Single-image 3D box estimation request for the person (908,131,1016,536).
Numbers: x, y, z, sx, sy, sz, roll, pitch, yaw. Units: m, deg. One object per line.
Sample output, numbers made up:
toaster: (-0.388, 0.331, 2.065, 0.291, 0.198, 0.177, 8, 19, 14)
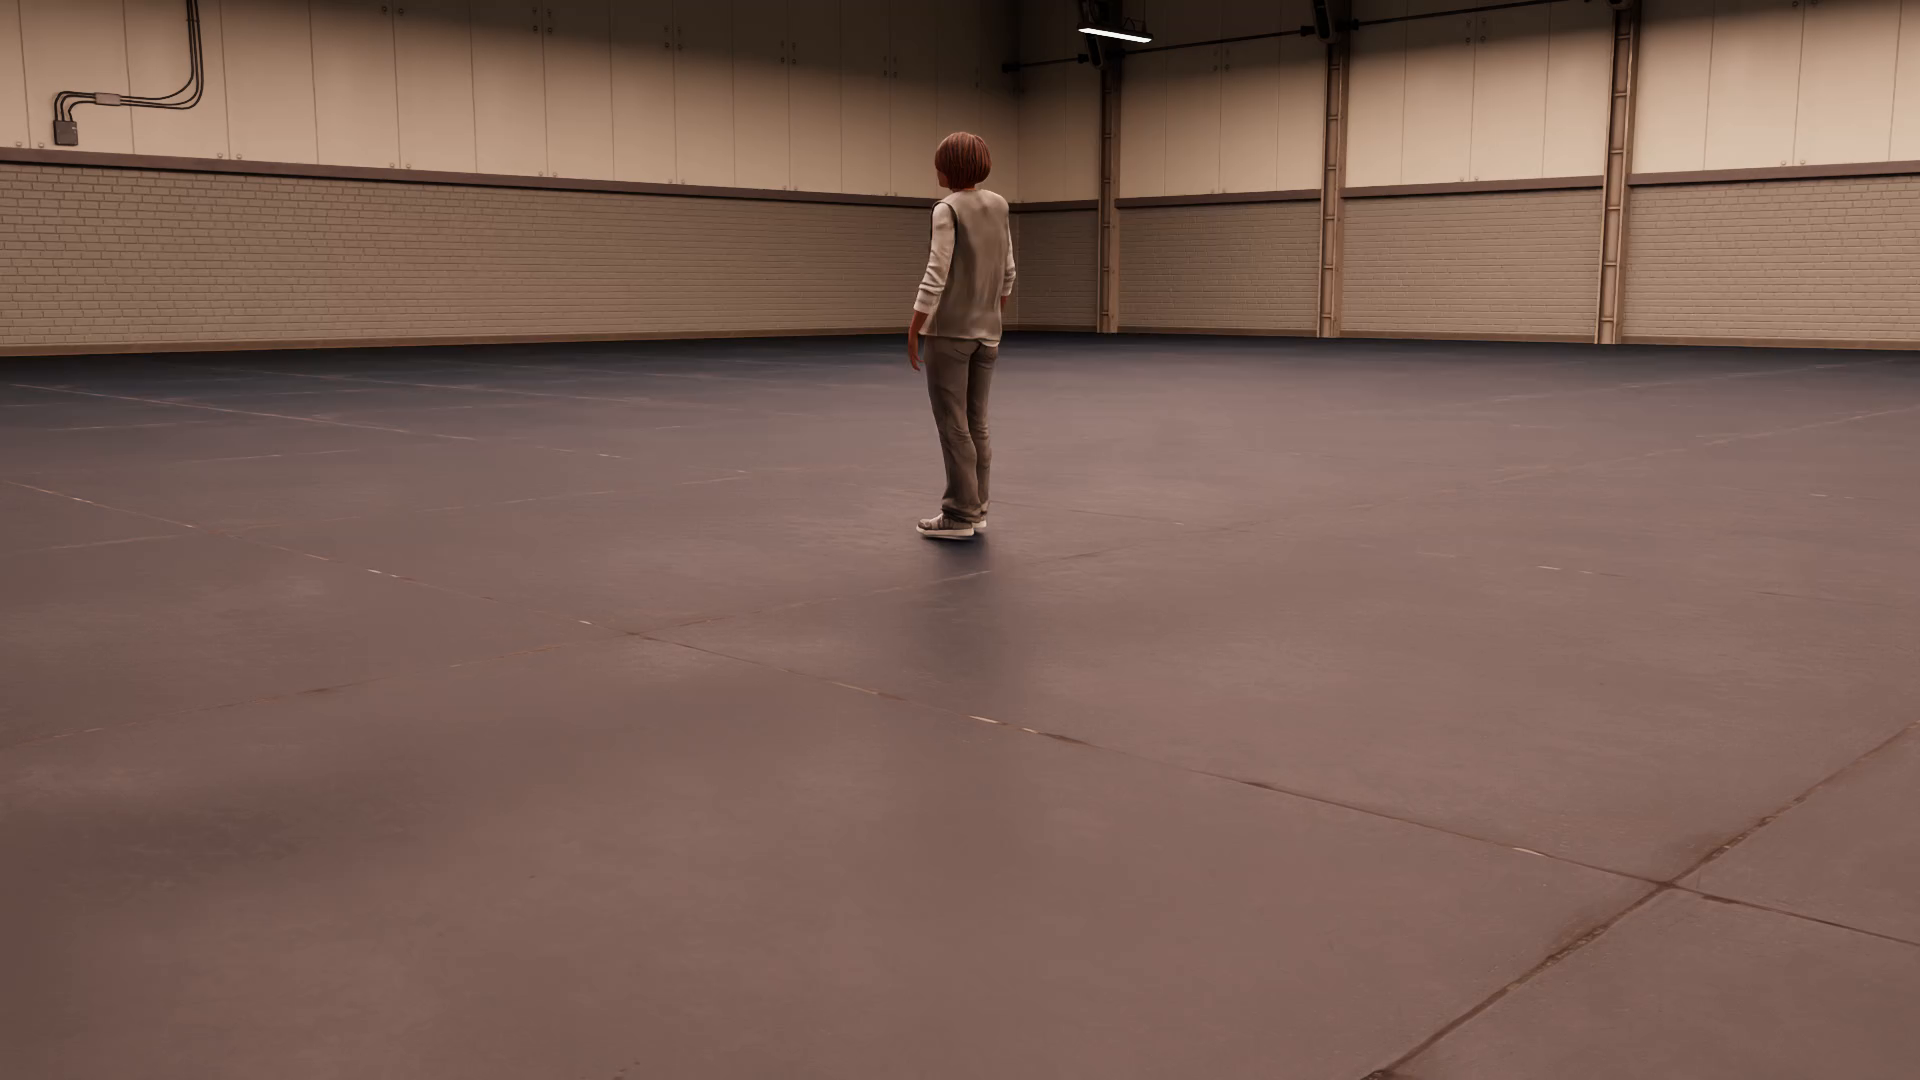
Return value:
person: (-0.043, -0.806, 6.658, 0.475, 1.597, 0.520, 8, 12, 43)
